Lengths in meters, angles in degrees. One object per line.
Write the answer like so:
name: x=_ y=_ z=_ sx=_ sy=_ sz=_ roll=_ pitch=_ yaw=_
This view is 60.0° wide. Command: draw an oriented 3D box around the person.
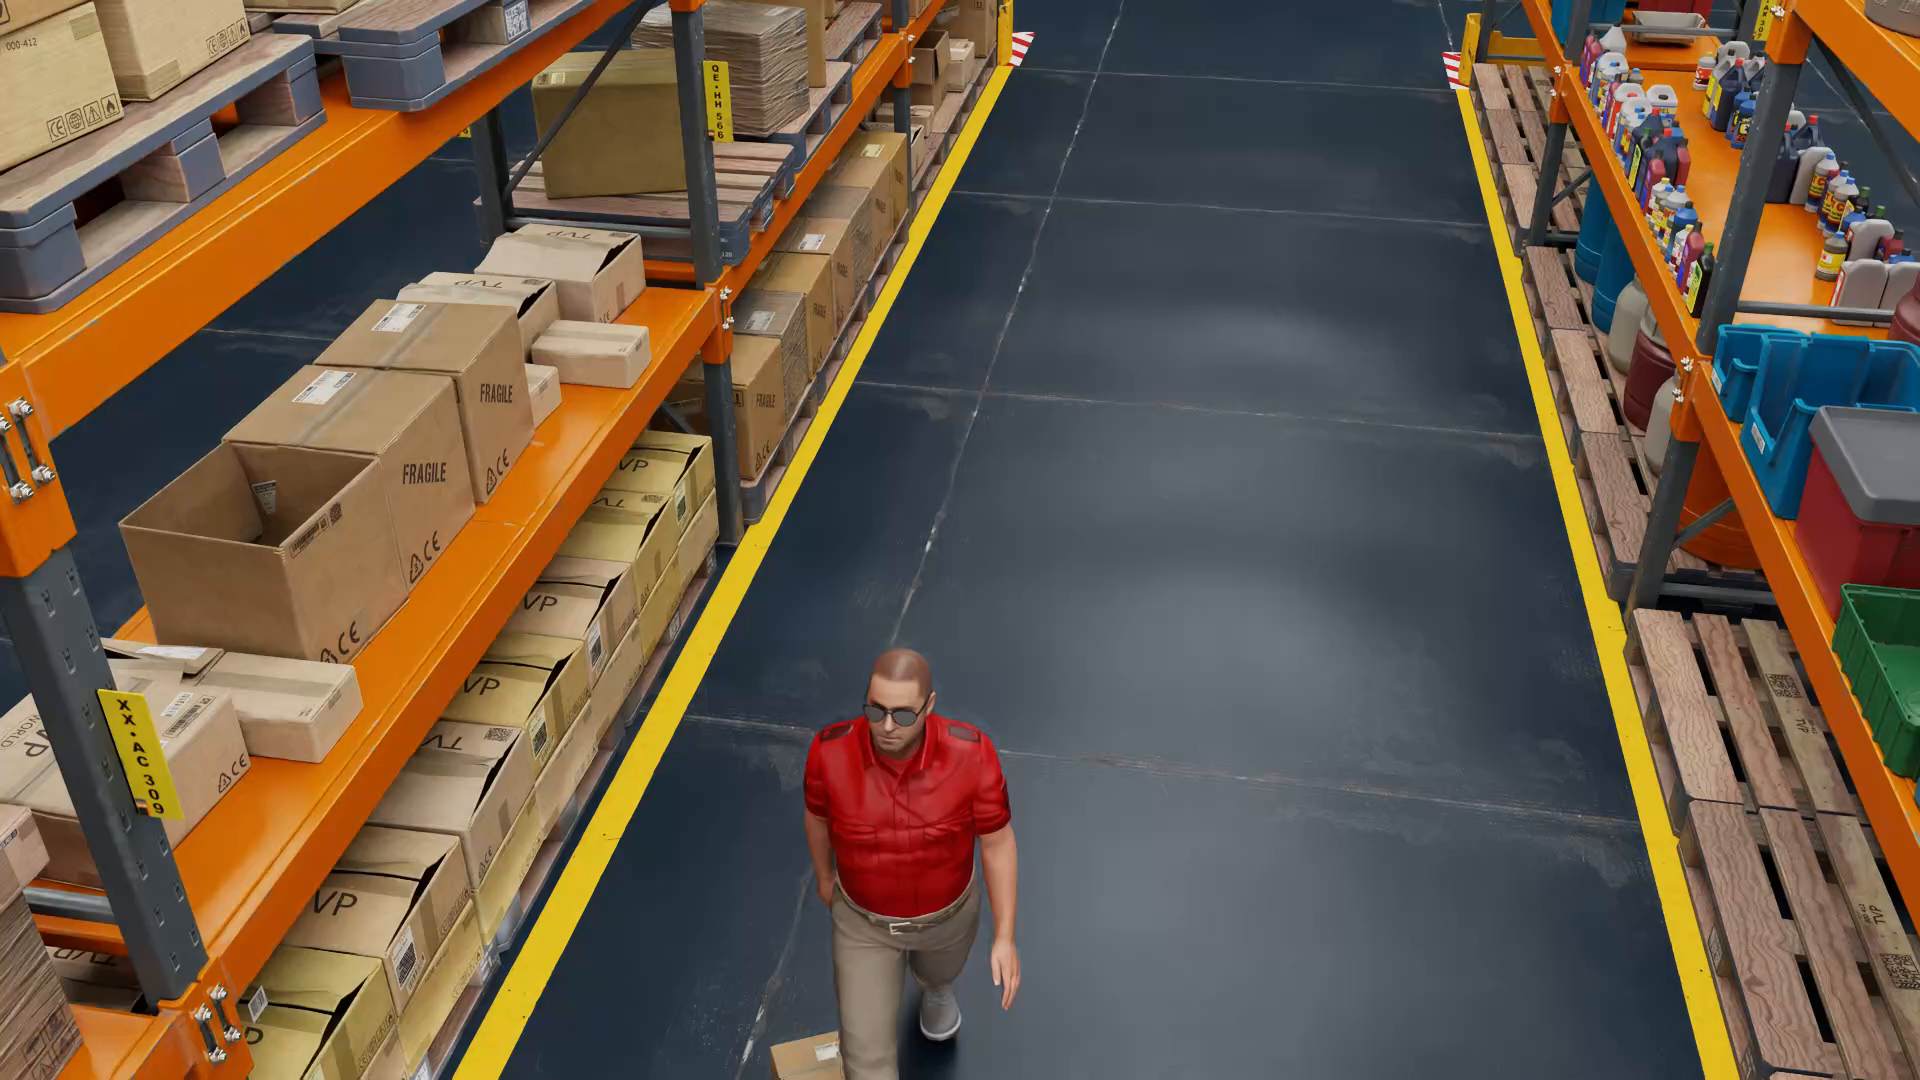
person: x=-0.133 y=1.012 z=4.533 sx=0.563 sy=1.663 sz=1.067 roll=-2 pitch=32 yaw=-4
